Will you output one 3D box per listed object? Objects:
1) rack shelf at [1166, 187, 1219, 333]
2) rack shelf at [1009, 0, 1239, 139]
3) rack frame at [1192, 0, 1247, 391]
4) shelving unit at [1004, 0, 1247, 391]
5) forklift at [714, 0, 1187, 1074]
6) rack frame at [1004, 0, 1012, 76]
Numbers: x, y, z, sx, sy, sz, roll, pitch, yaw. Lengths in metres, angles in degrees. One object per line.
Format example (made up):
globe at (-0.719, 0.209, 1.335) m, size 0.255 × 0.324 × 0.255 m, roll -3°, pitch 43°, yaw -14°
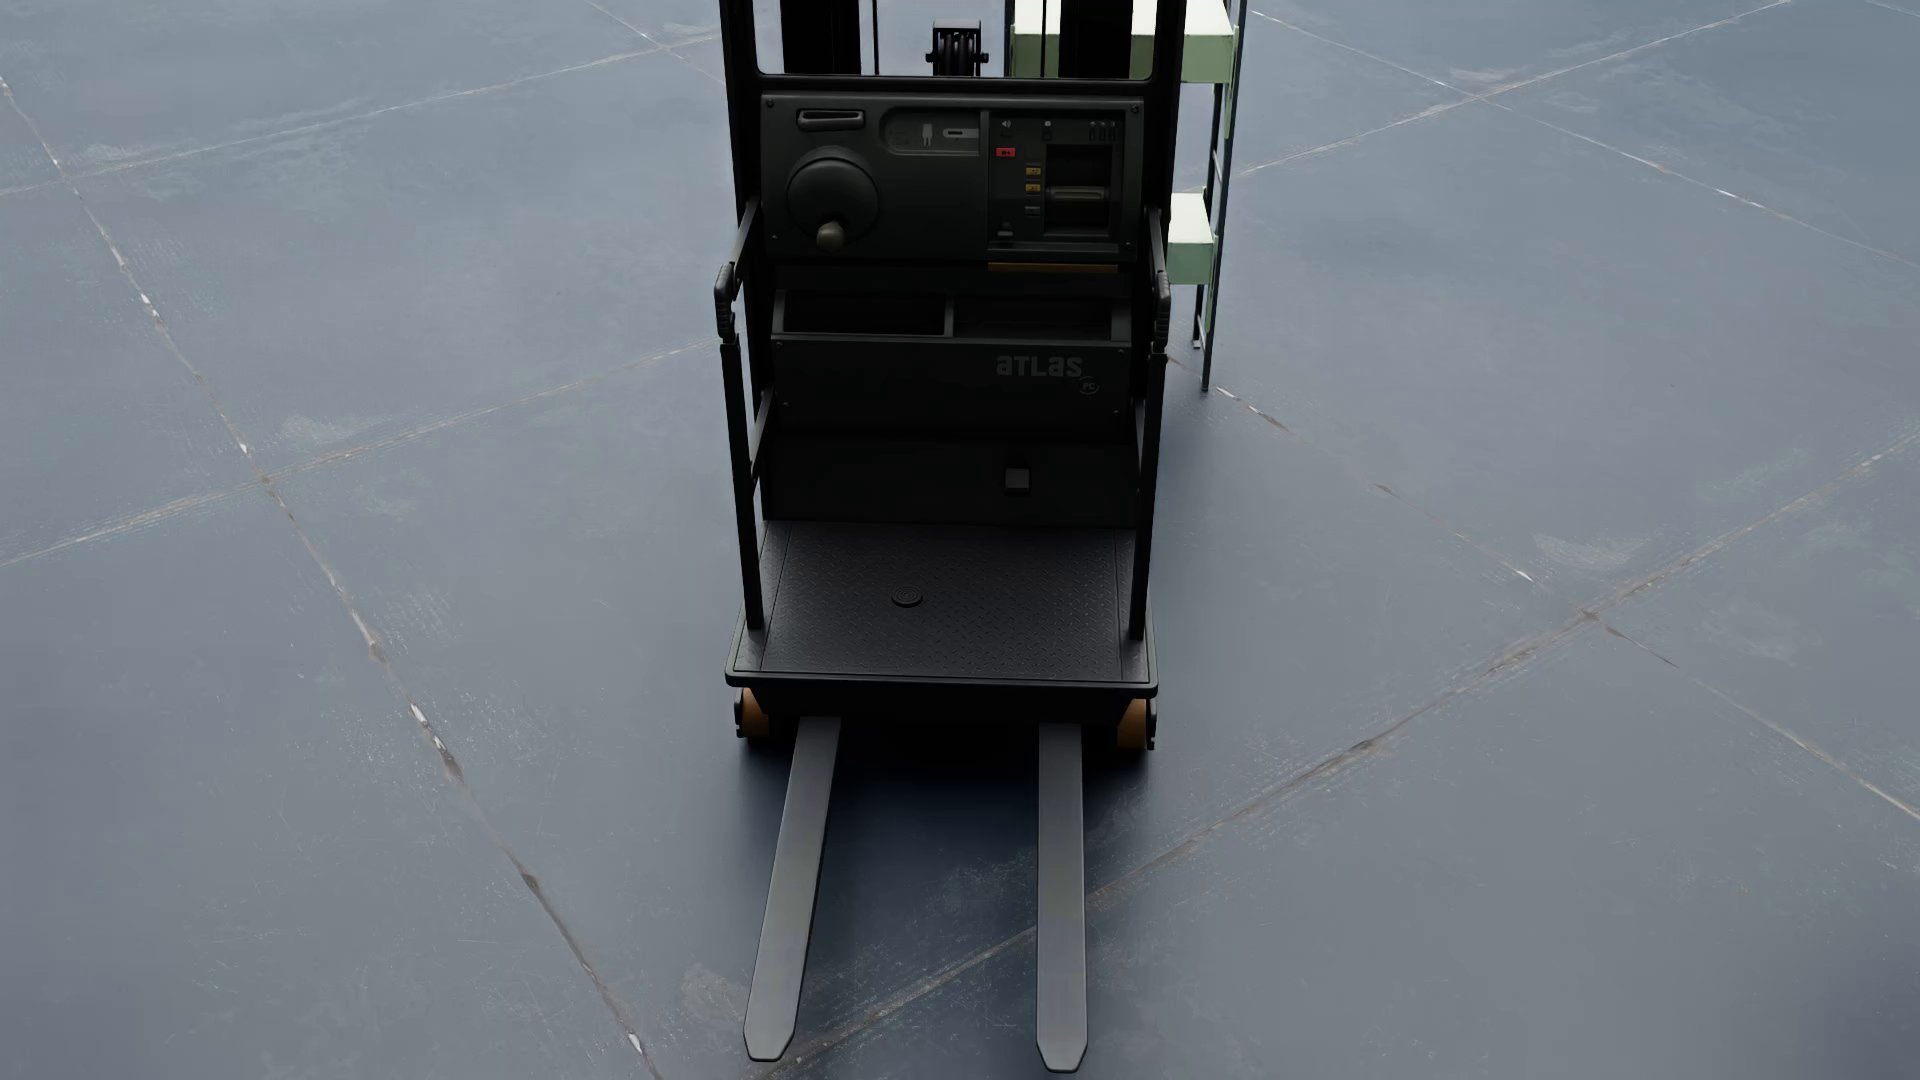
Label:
rack shelf at (0.523, -1.004, 5.920) m, size 0.720 × 0.370 × 0.431 m, roll 1°, pitch 36°, yaw 1°
rack shelf at (0.523, -1.585, 5.501) m, size 0.720 × 0.370 × 0.431 m, roll 1°, pitch 36°, yaw 1°
rack frame at (0.889, -1.263, 5.722) m, size 0.023 × 1.500 × 0.400 m, roll 1°, pitch 36°, yaw 1°
shelving unit at (0.523, -1.269, 5.729) m, size 0.755 × 1.500 × 0.431 m, roll 1°, pitch 36°, yaw 1°
forklift at (-0.028, -0.823, 3.884) m, size 1.130 × 2.935 × 3.031 m, roll 1°, pitch 36°, yaw 2°
rack frame at (0.157, -1.274, 5.737) m, size 0.023 × 1.500 × 0.400 m, roll 1°, pitch 36°, yaw 1°
